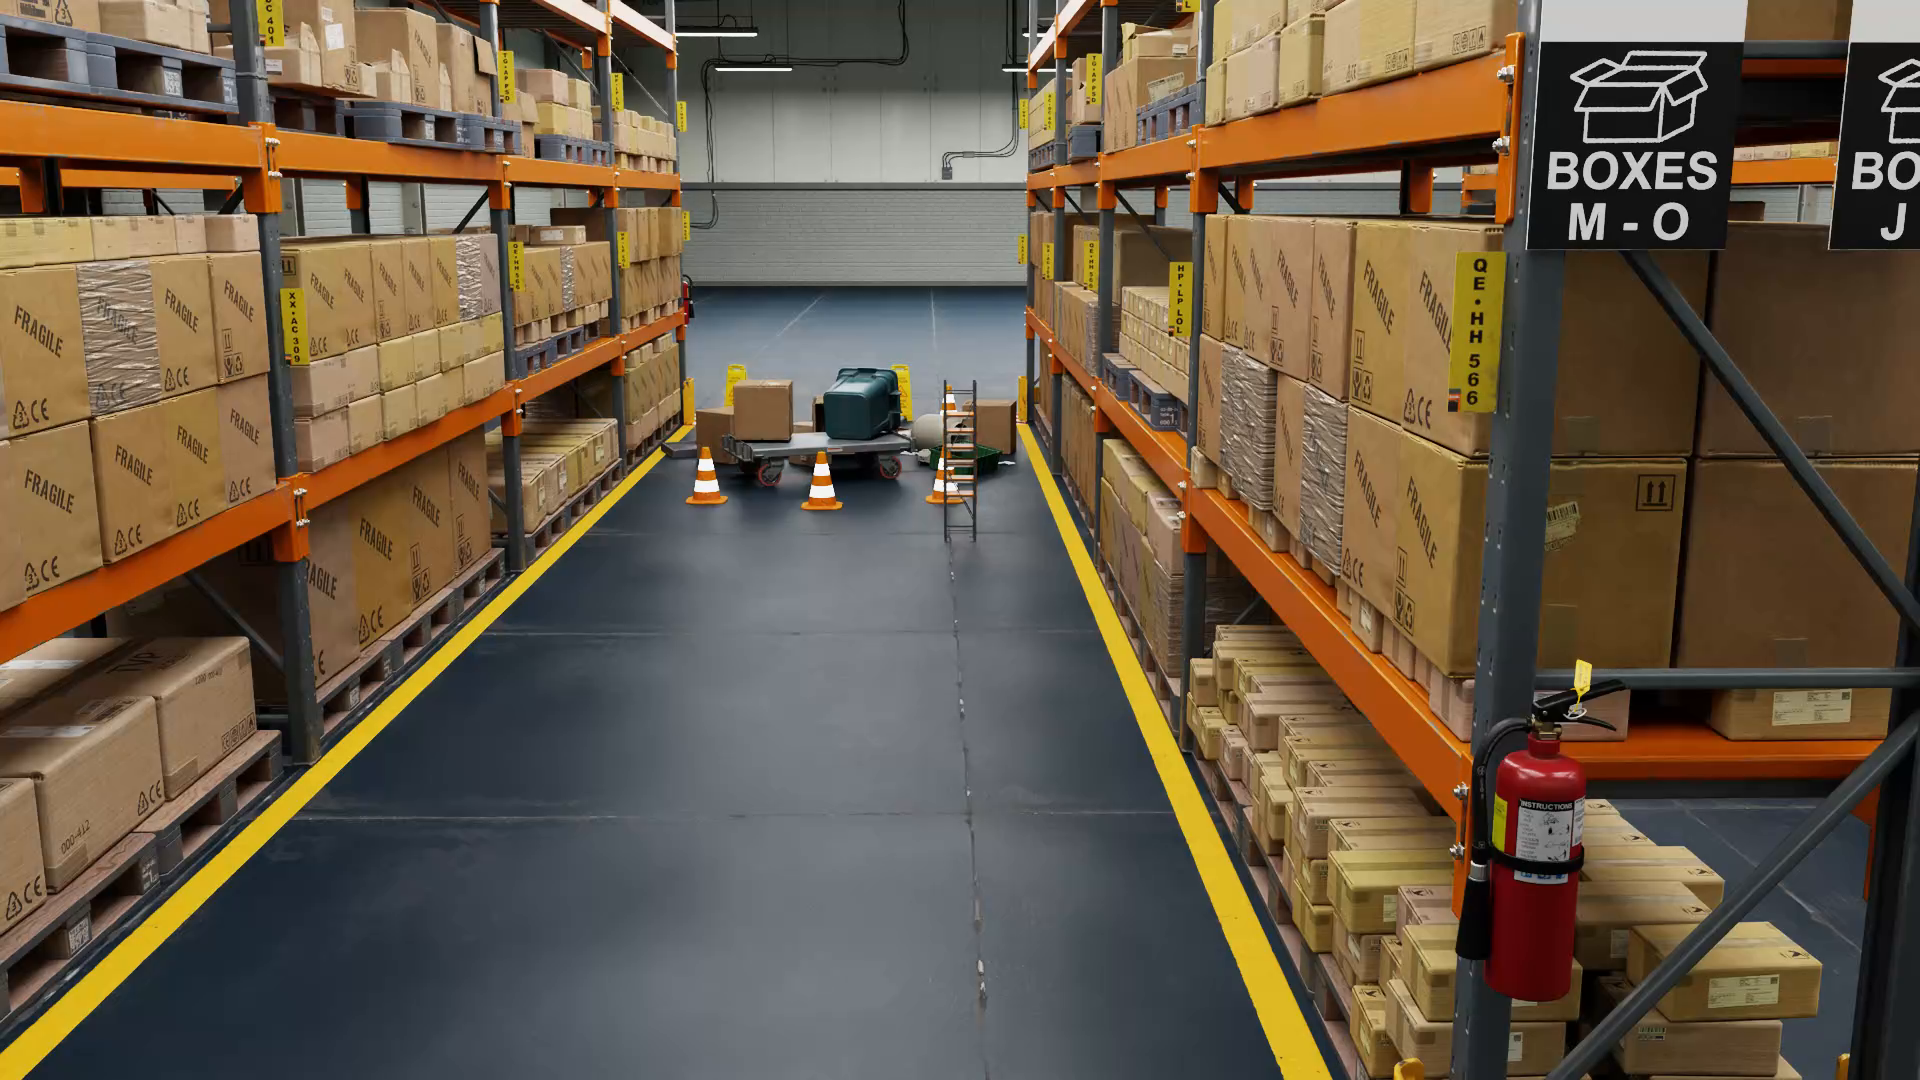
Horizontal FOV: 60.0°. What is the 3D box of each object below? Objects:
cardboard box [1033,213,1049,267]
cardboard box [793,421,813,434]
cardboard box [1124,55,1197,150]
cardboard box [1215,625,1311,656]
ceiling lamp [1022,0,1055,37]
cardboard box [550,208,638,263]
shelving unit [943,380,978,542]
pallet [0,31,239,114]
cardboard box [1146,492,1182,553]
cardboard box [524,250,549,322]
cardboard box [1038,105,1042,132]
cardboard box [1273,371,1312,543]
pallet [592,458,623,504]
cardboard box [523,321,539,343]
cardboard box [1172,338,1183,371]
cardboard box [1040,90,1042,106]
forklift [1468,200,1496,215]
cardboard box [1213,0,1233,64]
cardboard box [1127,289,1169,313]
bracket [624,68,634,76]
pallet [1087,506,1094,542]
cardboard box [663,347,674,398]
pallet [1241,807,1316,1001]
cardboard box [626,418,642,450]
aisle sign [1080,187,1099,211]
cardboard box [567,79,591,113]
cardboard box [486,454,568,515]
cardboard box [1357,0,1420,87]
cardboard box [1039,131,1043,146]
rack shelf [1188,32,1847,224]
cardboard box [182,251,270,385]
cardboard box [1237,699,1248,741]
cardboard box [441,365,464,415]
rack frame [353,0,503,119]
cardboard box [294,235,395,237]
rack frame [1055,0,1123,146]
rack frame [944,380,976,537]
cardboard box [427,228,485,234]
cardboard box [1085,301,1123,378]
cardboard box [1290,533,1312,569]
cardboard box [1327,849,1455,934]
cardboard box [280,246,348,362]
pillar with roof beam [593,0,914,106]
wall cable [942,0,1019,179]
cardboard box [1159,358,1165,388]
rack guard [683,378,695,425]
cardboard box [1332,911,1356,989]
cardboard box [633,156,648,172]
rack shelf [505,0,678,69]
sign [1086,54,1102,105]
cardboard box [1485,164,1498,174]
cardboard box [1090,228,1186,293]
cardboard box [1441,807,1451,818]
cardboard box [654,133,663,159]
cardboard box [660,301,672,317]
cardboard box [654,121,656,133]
[{"bbox_3d":[1.225,-3.187,17.630,0.875,0.550,0.550,0,11,-1],"label":"cardboard box"},{"bbox_3d":[-1.623,-1.189,18.047,0.380,0.149,0.250,6,13,28],"label":"cardboard box"},{"bbox_3d":[1.221,-2.494,9.514,0.500,0.500,0.500,0,11,-1],"label":"cardboard box"},{"bbox_3d":[1.325,0.476,7.288,0.380,0.149,0.250,0,11,1],"label":"cardboard box"},{"bbox_3d":[2.266,-11.910,33.953,2.000,3.185,0.800,0,11,-1],"label":"ceiling lamp"},{"bbox_3d":[-3.379,-2.817,15.383,0.700,0.500,0.500,0,11,-2],"label":"cardboard box"},{"bbox_3d":[0.000,-0.591,12.454,0.258,1.200,0.189,0,11,-1],"label":"shelving unit"},{"bbox_3d":[-3.415,-1.717,6.157,1.003,0.211,1.213,0,11,-1],"label":"pallet"},{"bbox_3d":[1.260,-0.091,8.808,0.500,0.250,0.500,0,11,2],"label":"cardboard box"},{"bbox_3d":[-3.300,-1.843,12.042,0.500,0.500,0.500,0,11,2],"label":"cardboard box"},{"bbox_3d":[1.063,-4.278,16.879,0.500,0.250,0.500,0,11,-1],"label":"cardboard box"},{"bbox_3d":[1.316,-0.284,5.414,0.500,0.500,0.500,0,11,2],"label":"cardboard box"},{"bbox_3d":[-3.570,-0.522,14.601,1.003,0.211,1.213,0,11,-1],"label":"pallet"},{"bbox_3d":[-3.257,-1.507,12.020,0.380,0.149,0.250,-1,12,-5],"label":"cardboard box"},{"bbox_3d":[1.300,-0.956,8.556,0.380,0.149,0.250,-1,11,-3],"label":"cardboard box"},{"bbox_3d":[1.002,-4.450,16.722,0.380,0.149,0.250,0,11,0],"label":"cardboard box"},{"bbox_3d":[3.903,-1.153,10.870,1.130,2.935,3.031,1,12,5],"label":"forklift"},{"bbox_3d":[1.295,-2.038,6.638,0.500,0.250,0.500,0,11,1],"label":"cardboard box"},{"bbox_3d":[1.266,-1.517,10.571,0.380,0.149,0.250,-1,11,-3],"label":"cardboard box"},{"bbox_3d":[-9.842,-13.898,49.378,0.235,0.232,0.430,0,11,-1],"label":"bracket"},{"bbox_3d":[1.501,-0.079,12.418,1.003,0.211,1.213,0,11,-1],"label":"pallet"},{"bbox_3d":[-3.378,-1.802,17.872,0.500,0.500,0.500,0,11,1],"label":"cardboard box"},{"bbox_3d":[1.602,1.250,5.869,1.003,0.211,1.213,0,11,-1],"label":"pallet"},{"bbox_3d":[-3.329,-1.020,15.902,0.500,0.250,0.500,-1,11,-4],"label":"cardboard box"},{"bbox_3d":[1.576,-4.168,19.023,0.394,0.787,0.004,0,11,-1],"label":"aisle sign"},{"bbox_3d":[-3.448,-3.776,14.147,0.500,0.250,0.500,0,11,0],"label":"cardboard box"},{"bbox_3d":[-3.530,-0.425,12.664,0.950,0.372,0.625,0,11,-2],"label":"cardboard box"},{"bbox_3d":[1.316,-1.286,4.185,0.500,0.250,0.500,0,11,-1],"label":"cardboard box"},{"bbox_3d":[1.000,-4.060,16.807,0.380,0.149,0.250,0,11,-1],"label":"cardboard box"},{"bbox_3d":[1.566,-1.213,5.261,1.077,0.370,4.000,0,11,-1],"label":"rack shelf"},{"bbox_3d":[-3.136,-0.899,6.682,0.500,0.500,0.500,0,11,-2],"label":"cardboard box"},{"bbox_3d":[1.349,0.724,6.814,0.380,0.149,0.250,0,11,-1],"label":"cardboard box"},{"bbox_3d":[-3.214,-0.874,9.698,0.500,0.250,0.500,0,11,-2],"label":"cardboard box"},{"bbox_3d":[-3.505,-4.188,10.571,1.000,3.000,0.127,0,11,-1],"label":"rack frame"},{"bbox_3d":[-3.719,-1.590,10.084,0.500,0.500,0.500,0,11,-1],"label":"cardboard box"},{"bbox_3d":[1.360,-5.024,14.690,1.000,3.000,0.127,0,11,-1],"label":"rack frame"},{"bbox_3d":[-0.002,-0.609,12.544,0.240,1.200,0.006,0,11,-1],"label":"rack frame"},{"bbox_3d":[-3.820,-2.291,12.619,0.380,0.149,0.250,-1,11,-4],"label":"cardboard box"},{"bbox_3d":[1.165,-1.426,11.793,0.500,0.500,0.500,0,11,-1],"label":"cardboard box"},{"bbox_3d":[1.331,0.002,5.637,0.380,0.149,0.250,0,11,1],"label":"cardboard box"},{"bbox_3d":[1.263,0.996,4.723,0.380,0.149,0.250,0,11,-2],"label":"cardboard box"},{"bbox_3d":[-3.144,-1.081,7.576,0.500,0.500,0.500,0,11,0],"label":"cardboard box"},{"bbox_3d":[-5.835,-11.597,47.087,9.100,9.000,0.548,0,11,-1],"label":"pillar with roof beam"},{"bbox_3d":[0.614,-13.872,49.752,2.305,6.003,0.169,0,11,-1],"label":"wall cable"},{"bbox_3d":[1.289,-0.913,9.092,0.380,0.149,0.250,0,11,1],"label":"cardboard box"},{"bbox_3d":[-3.668,-1.598,19.180,1.175,0.500,0.348,0,11,-1],"label":"rack guard"},{"bbox_3d":[1.344,1.237,5.034,0.380,0.149,0.250,0,11,-1],"label":"cardboard box"},{"bbox_3d":[-3.287,-3.710,16.389,0.380,0.149,0.250,0,11,-2],"label":"cardboard box"},{"bbox_3d":[-3.628,-5.027,16.522,1.077,0.370,4.000,0,11,-1],"label":"rack shelf"},{"bbox_3d":[0.887,-3.050,11.006,0.100,0.325,0.005,0,11,-1],"label":"sign"},{"bbox_3d":[6.006,-4.076,17.941,0.500,0.250,0.500,0,11,-2],"label":"cardboard box"},{"bbox_3d":[1.408,-2.221,13.196,0.700,0.500,0.500,0,11,-2],"label":"cardboard box"},{"bbox_3d":[1.767,0.981,5.543,0.380,0.149,0.250,0,11,2],"label":"cardboard box"},{"bbox_3d":[-3.365,-4.077,17.196,0.500,0.250,0.500,0,11,0],"label":"cardboard box"},{"bbox_3d":[-3.313,-2.490,17.920,0.380,0.149,0.250,0,11,0],"label":"cardboard box"},{"bbox_3d":[-3.423,-4.358,17.575,0.380,0.149,0.250,0,11,-1],"label":"cardboard box"}]
